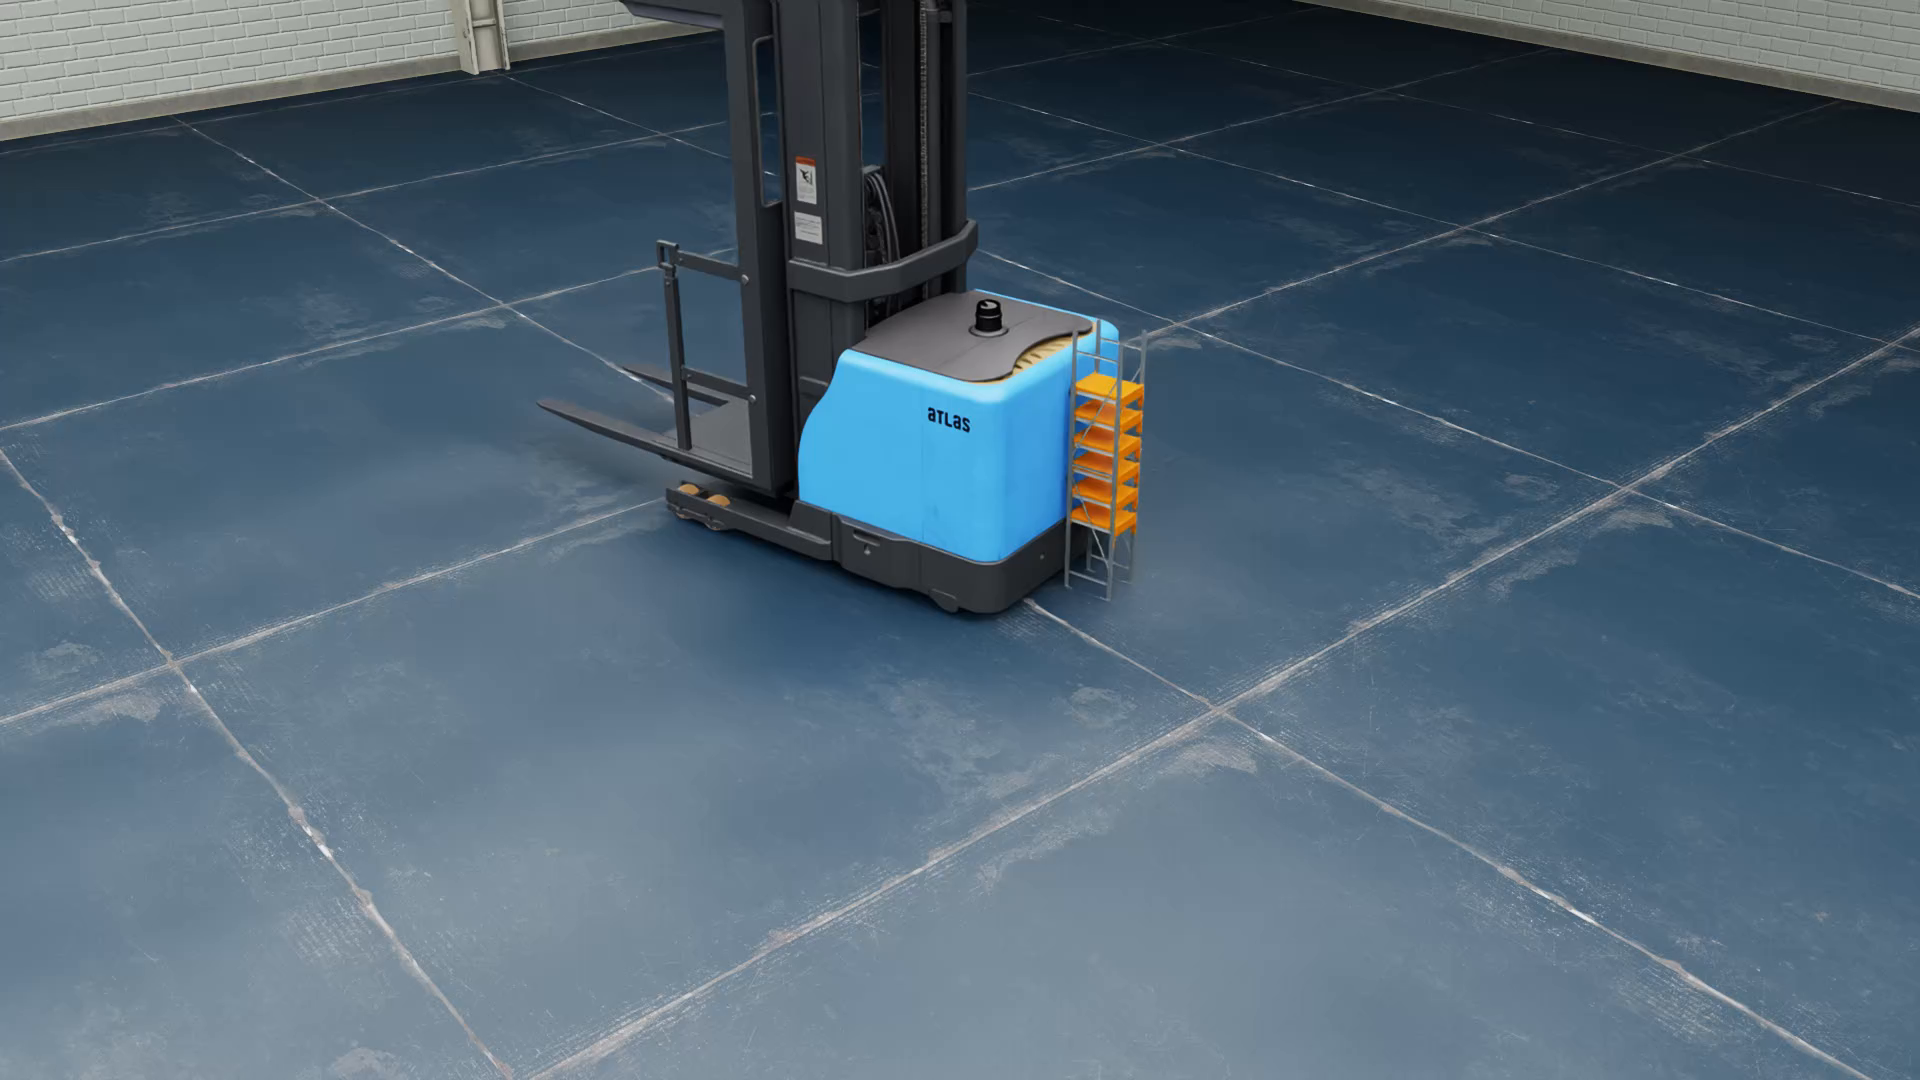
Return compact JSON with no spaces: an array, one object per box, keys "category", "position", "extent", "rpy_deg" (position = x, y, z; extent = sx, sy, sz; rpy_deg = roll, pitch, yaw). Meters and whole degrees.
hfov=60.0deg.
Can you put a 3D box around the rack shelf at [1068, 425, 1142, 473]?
[{"category":"rack shelf","position":[0.613,-0.392,7.051],"extent":[0.258,0.103,0.180],"rpy_deg":[19,33,31]}]

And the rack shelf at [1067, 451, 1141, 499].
[{"category":"rack shelf","position":[0.613,-0.287,7.107],"extent":[0.258,0.103,0.180],"rpy_deg":[19,33,31]}]

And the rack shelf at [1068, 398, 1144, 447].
[{"category":"rack shelf","position":[0.613,-0.498,6.994],"extent":[0.258,0.103,0.180],"rpy_deg":[19,33,31]}]

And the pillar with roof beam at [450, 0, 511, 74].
[{"category":"pillar with roof beam","position":[-1.912,-7.096,11.481],"extent":[0.400,9.000,9.100],"rpy_deg":[-22,35,-35]}]

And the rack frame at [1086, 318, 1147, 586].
[{"category":"rack frame","position":[0.667,-0.361,7.151],"extent":[0.240,1.200,0.006],"rpy_deg":[19,33,31]}]

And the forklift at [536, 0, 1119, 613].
[{"category":"forklift","position":[-0.781,-1.518,7.481],"extent":[3.031,2.935,1.130],"rpy_deg":[19,33,31]}]

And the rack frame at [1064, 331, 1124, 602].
[{"category":"rack frame","position":[0.559,-0.291,7.021],"extent":[0.240,1.200,0.006],"rpy_deg":[19,33,31]}]

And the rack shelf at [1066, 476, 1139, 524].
[{"category":"rack shelf","position":[0.613,-0.181,7.164],"extent":[0.258,0.103,0.180],"rpy_deg":[19,33,31]}]

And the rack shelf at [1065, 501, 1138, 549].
[{"category":"rack shelf","position":[0.613,-0.075,7.220],"extent":[0.258,0.103,0.180],"rpy_deg":[19,33,31]}]

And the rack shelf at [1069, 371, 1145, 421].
[{"category":"rack shelf","position":[0.614,-0.604,6.937],"extent":[0.258,0.103,0.180],"rpy_deg":[19,33,31]}]

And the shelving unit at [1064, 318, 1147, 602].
[{"category":"shelving unit","position":[0.613,-0.326,7.086],"extent":[0.258,1.200,0.189],"rpy_deg":[19,33,31]}]
